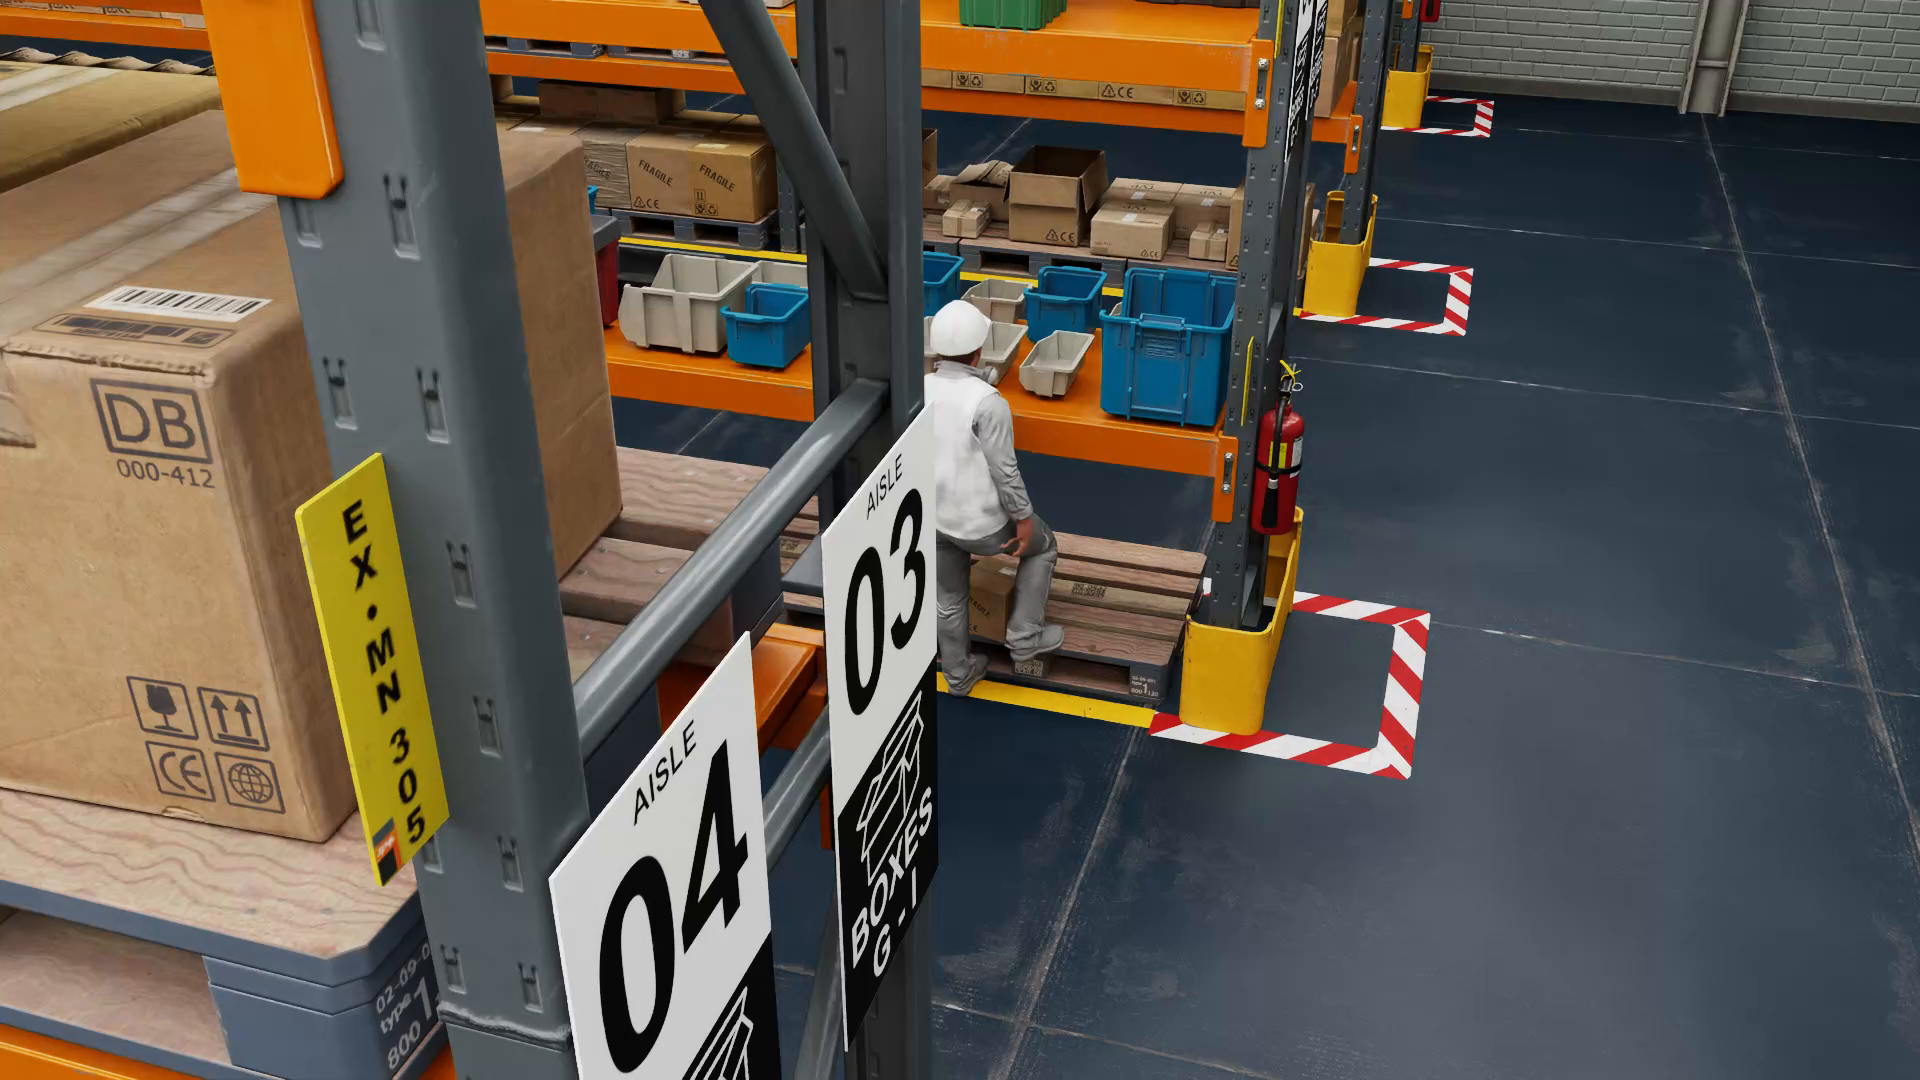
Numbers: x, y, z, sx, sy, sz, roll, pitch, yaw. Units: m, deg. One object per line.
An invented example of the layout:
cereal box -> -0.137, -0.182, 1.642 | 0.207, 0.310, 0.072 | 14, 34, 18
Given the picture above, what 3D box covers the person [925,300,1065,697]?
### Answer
person -> 0.078, -0.156, 6.858 | 0.636, 1.777, 0.611 | 18, 34, 30
